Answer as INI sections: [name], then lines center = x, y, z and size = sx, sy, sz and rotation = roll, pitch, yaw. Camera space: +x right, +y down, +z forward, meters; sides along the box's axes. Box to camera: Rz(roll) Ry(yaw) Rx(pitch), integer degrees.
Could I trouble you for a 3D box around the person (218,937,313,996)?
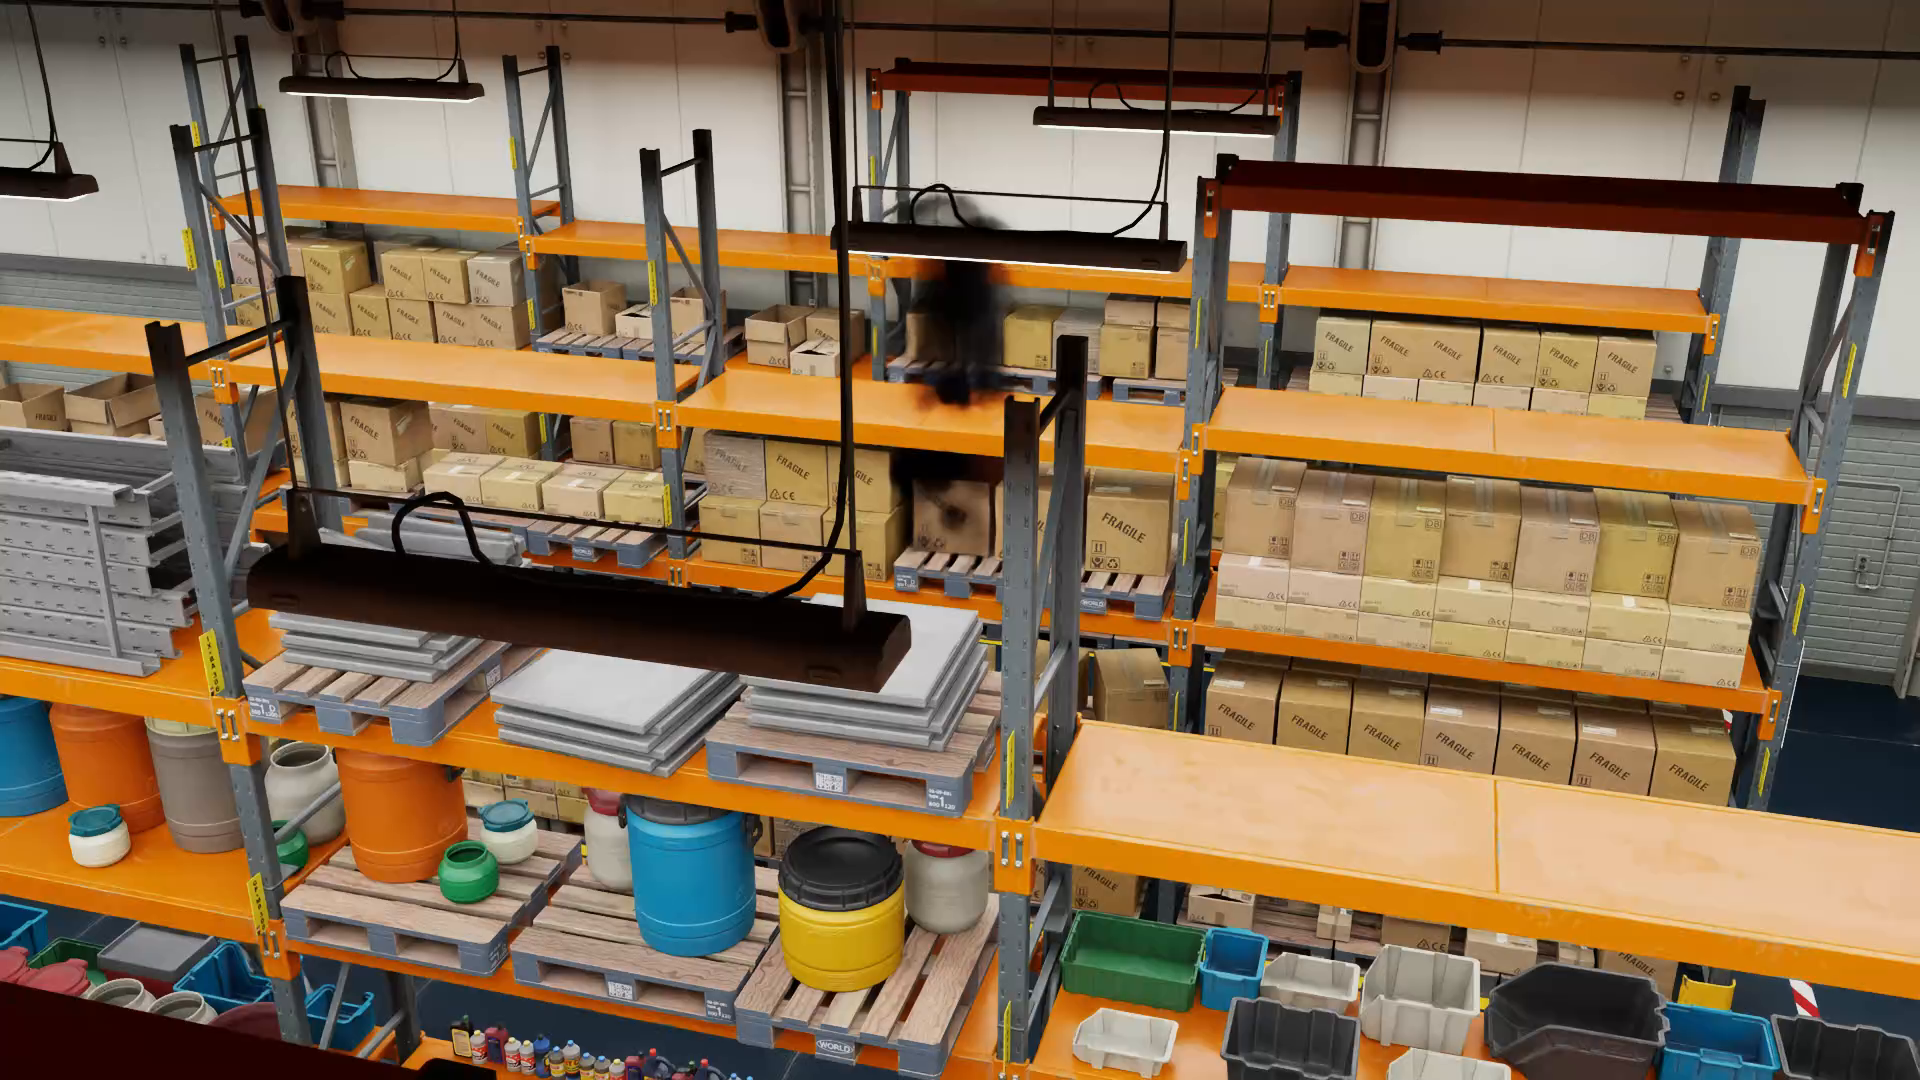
[person]
center = -5.218, 2.668, 12.133
size = 0.966, 1.784, 0.650
rotation = 5, 23, 11
